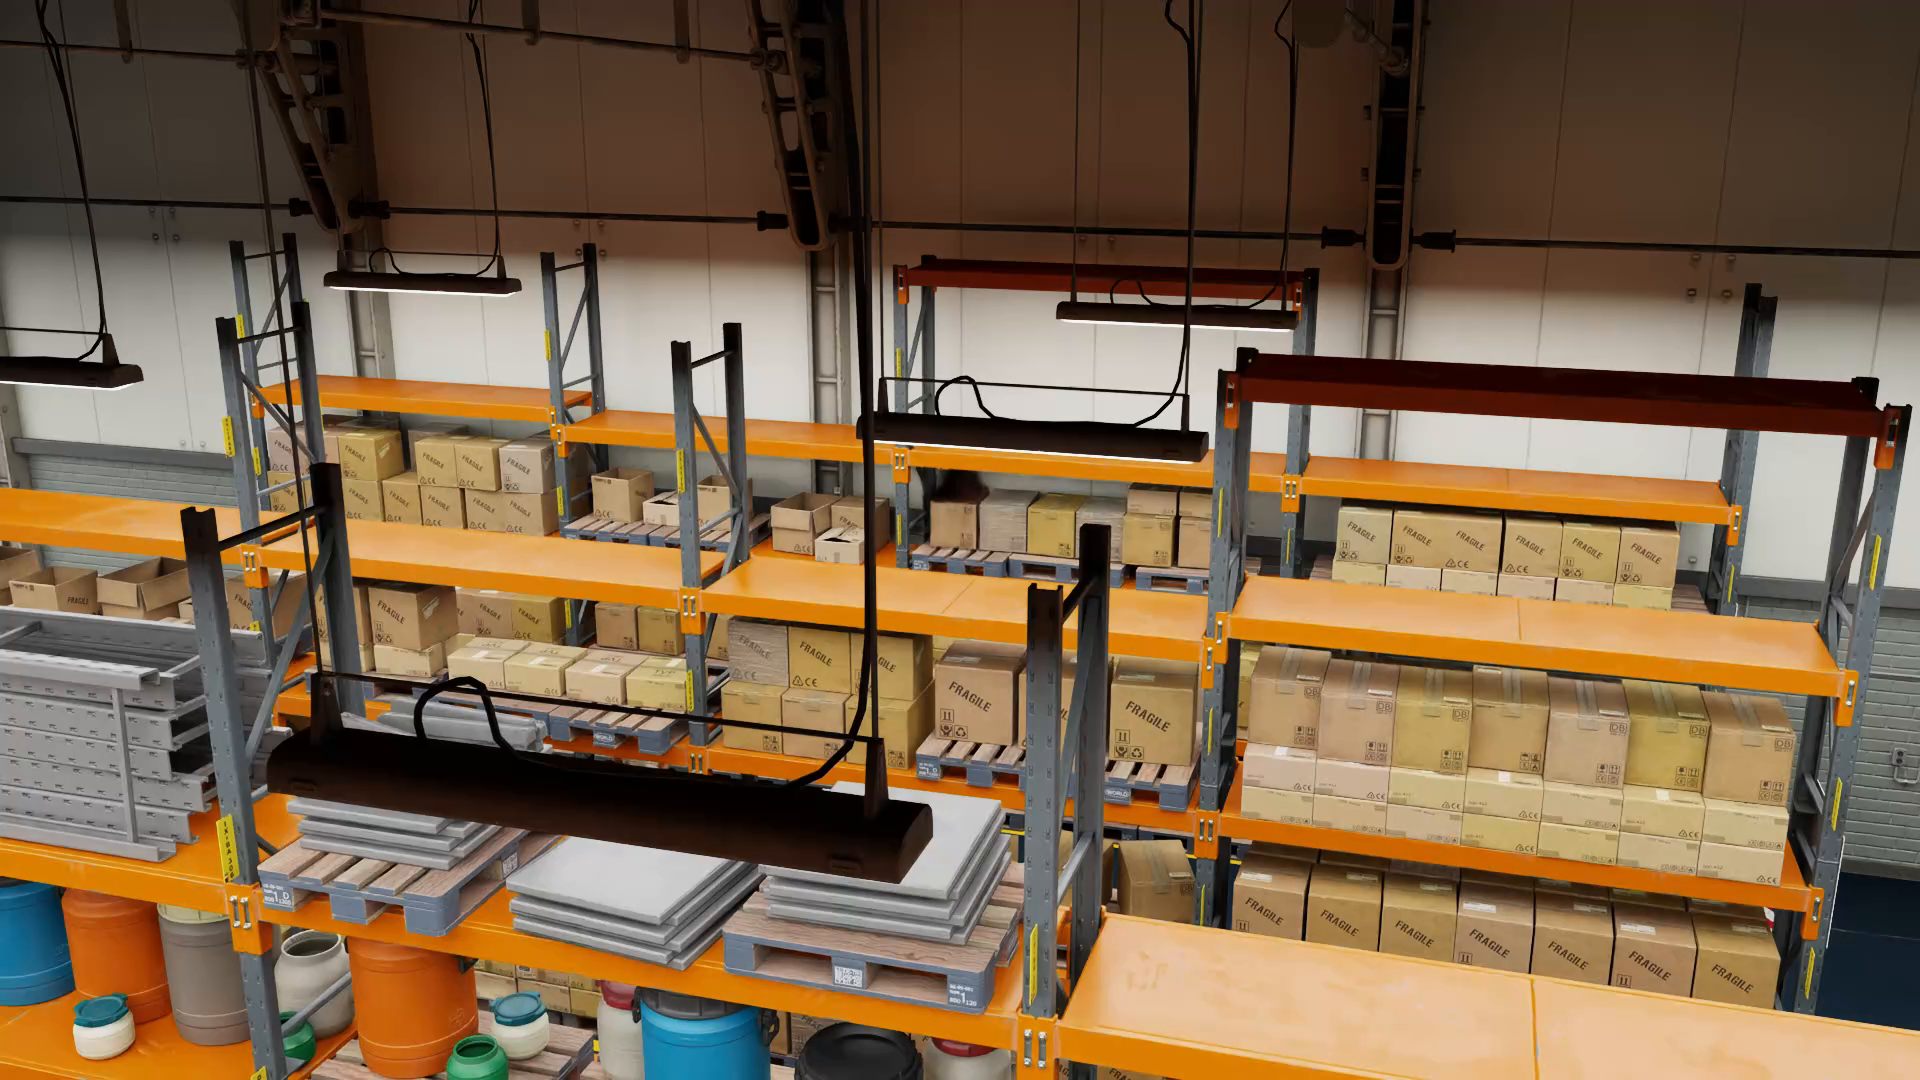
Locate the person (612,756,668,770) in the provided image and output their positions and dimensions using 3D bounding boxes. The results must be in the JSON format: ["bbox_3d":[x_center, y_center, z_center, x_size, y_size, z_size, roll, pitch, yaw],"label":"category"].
[{"bbox_3d":[-3.188,2.444,16.690,0.558,1.799,0.387,0,16,-1],"label":"person"}]
